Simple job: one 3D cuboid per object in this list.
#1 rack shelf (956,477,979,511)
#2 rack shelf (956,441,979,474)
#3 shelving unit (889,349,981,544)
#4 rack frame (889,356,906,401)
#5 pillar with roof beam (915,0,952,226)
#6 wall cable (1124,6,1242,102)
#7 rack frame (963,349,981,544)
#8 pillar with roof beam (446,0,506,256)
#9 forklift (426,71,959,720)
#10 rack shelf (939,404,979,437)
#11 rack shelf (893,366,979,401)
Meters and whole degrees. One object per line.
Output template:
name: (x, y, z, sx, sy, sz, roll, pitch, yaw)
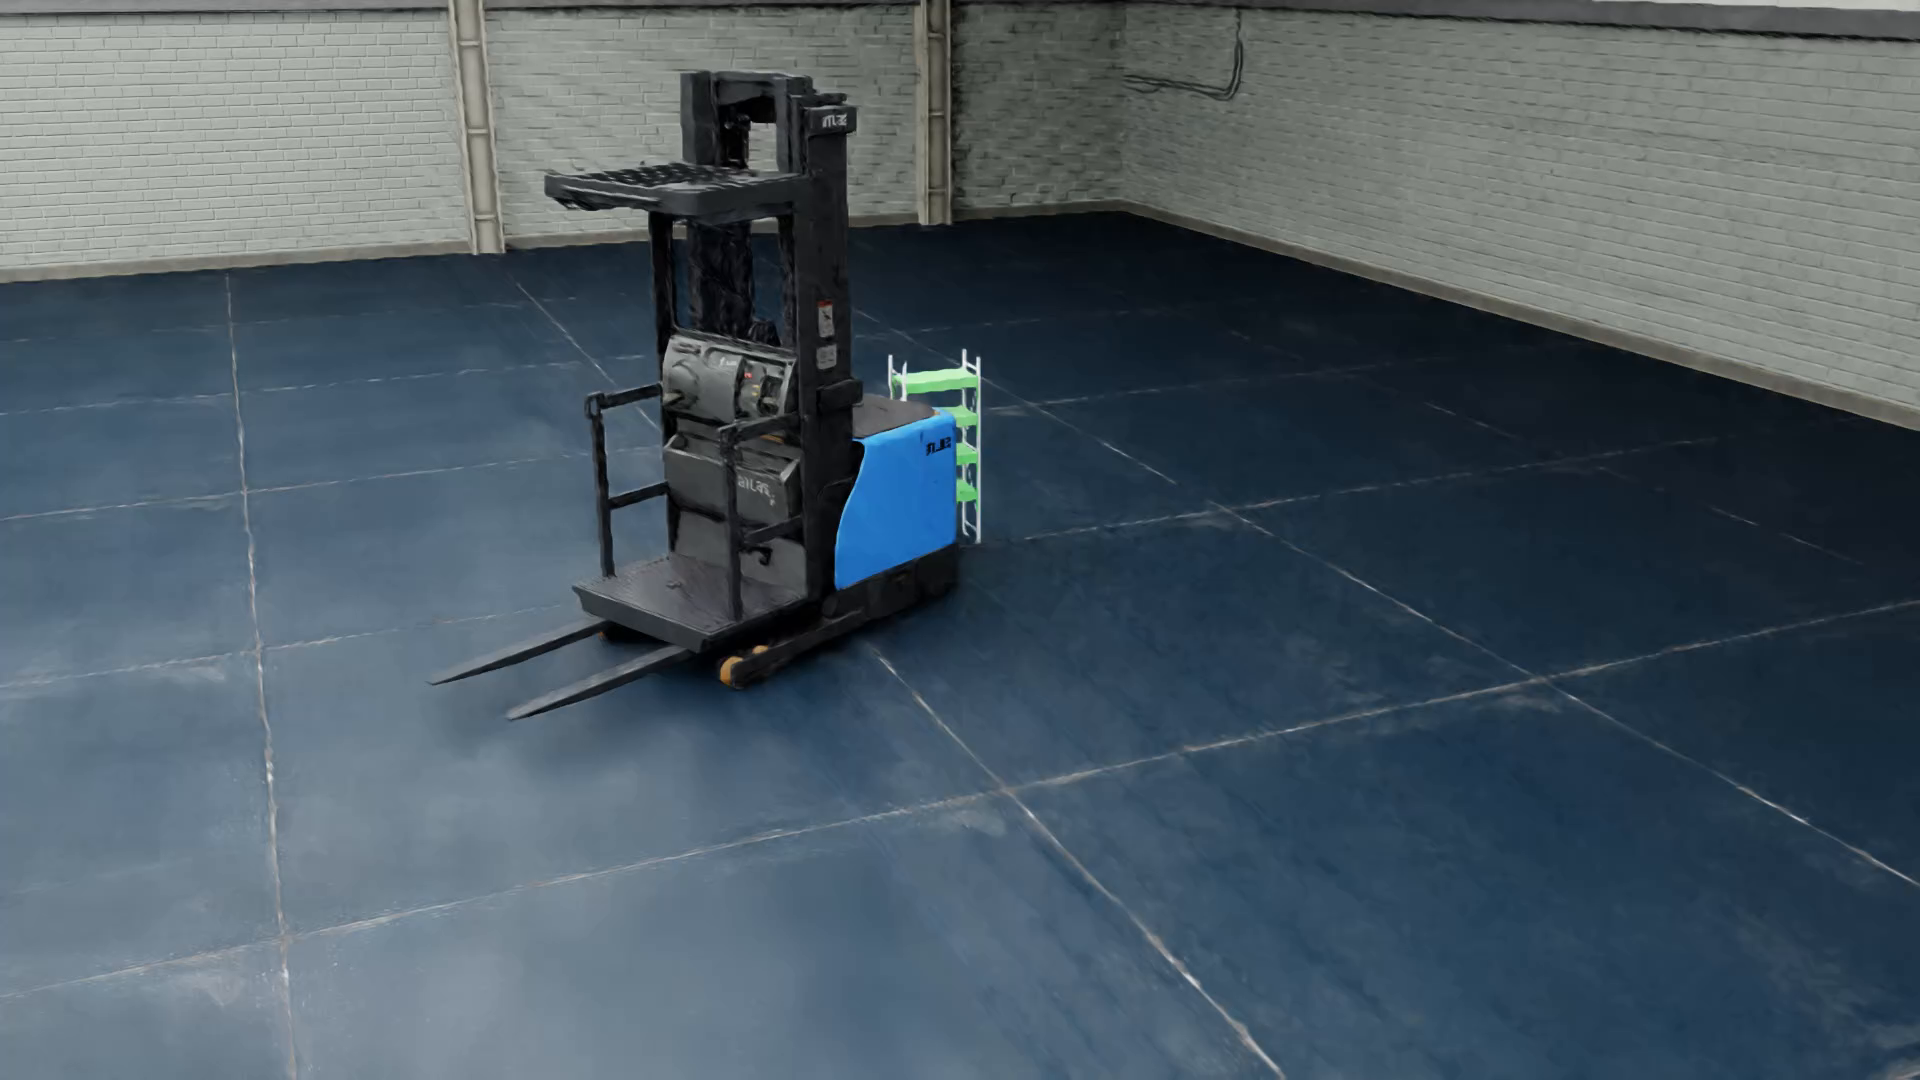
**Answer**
rack shelf: (-0.152, -0.258, 10.362, 0.480, 0.148, 0.258, -8, 21, -22)
rack shelf: (-0.152, -0.484, 10.282, 0.480, 0.148, 0.258, -8, 21, -22)
shelving unit: (-0.152, -0.544, 10.261, 0.503, 1.200, 0.258, -8, 21, -22)
rack frame: (-0.376, -0.512, 10.170, 0.015, 1.200, 0.240, -8, 21, -22)
pillar with roof beam: (1.352, -7.286, 17.665, 0.400, 9.000, 9.100, -8, 21, -22)
wall cable: (2.876, -7.118, 21.865, 0.112, 2.526, 3.097, -8, 21, -22)
rack frame: (0.072, -0.576, 10.352, 0.015, 1.200, 0.240, -8, 21, -22)
pillar with roof beam: (-4.157, -6.497, 15.423, 0.400, 9.000, 9.100, -8, 21, -22)
forklift: (-1.333, -0.816, 8.427, 1.130, 2.935, 3.031, 15, 25, 37)
rack shelf: (-0.152, -0.710, 10.202, 0.480, 0.148, 0.258, -8, 21, -22)
rack shelf: (-0.152, -0.937, 10.123, 0.480, 0.148, 0.258, -8, 21, -22)
